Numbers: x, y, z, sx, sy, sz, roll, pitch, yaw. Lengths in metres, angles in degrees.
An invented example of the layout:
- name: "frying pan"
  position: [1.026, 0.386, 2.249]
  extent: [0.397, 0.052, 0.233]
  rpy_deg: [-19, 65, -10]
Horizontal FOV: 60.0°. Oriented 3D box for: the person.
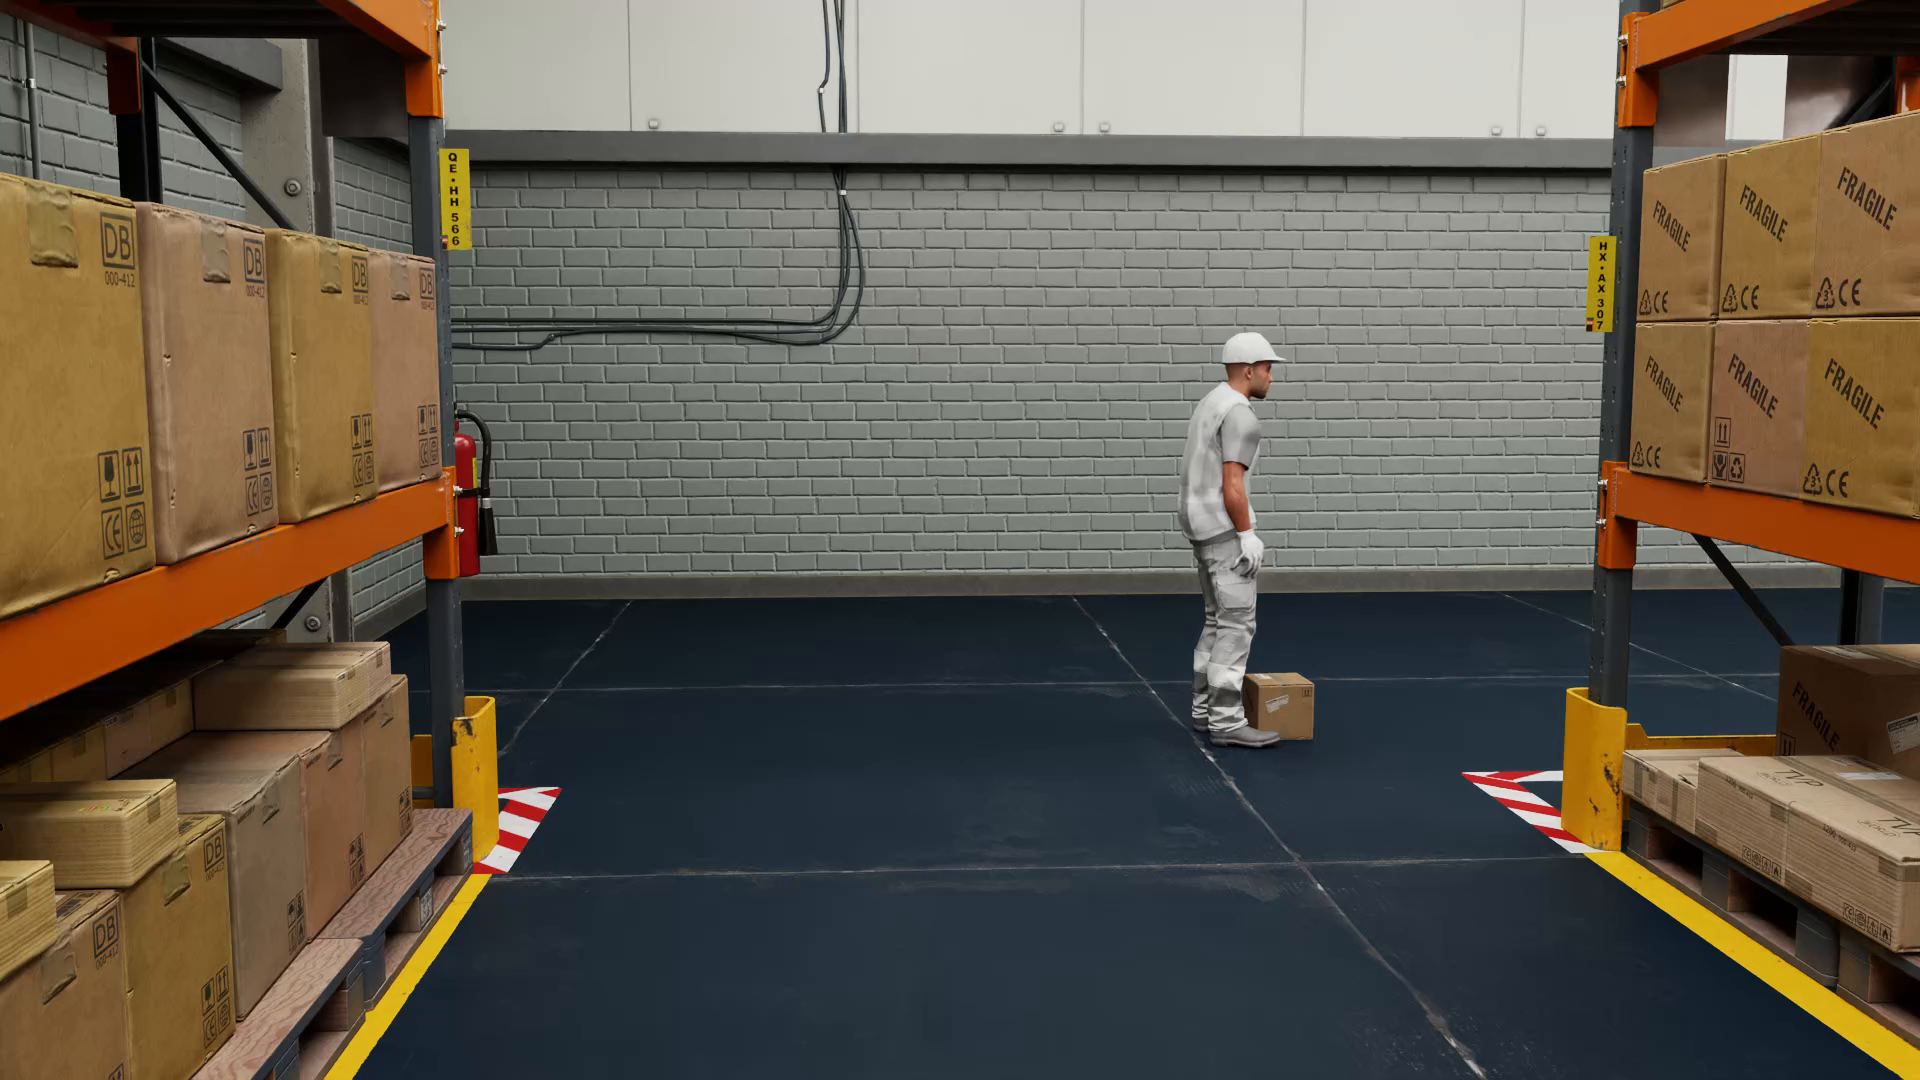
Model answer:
- name: "person"
  position: [1.194, -0.014, 7.293]
  extent: [0.454, 1.779, 0.609]
  rpy_deg: [0, 7, -4]
